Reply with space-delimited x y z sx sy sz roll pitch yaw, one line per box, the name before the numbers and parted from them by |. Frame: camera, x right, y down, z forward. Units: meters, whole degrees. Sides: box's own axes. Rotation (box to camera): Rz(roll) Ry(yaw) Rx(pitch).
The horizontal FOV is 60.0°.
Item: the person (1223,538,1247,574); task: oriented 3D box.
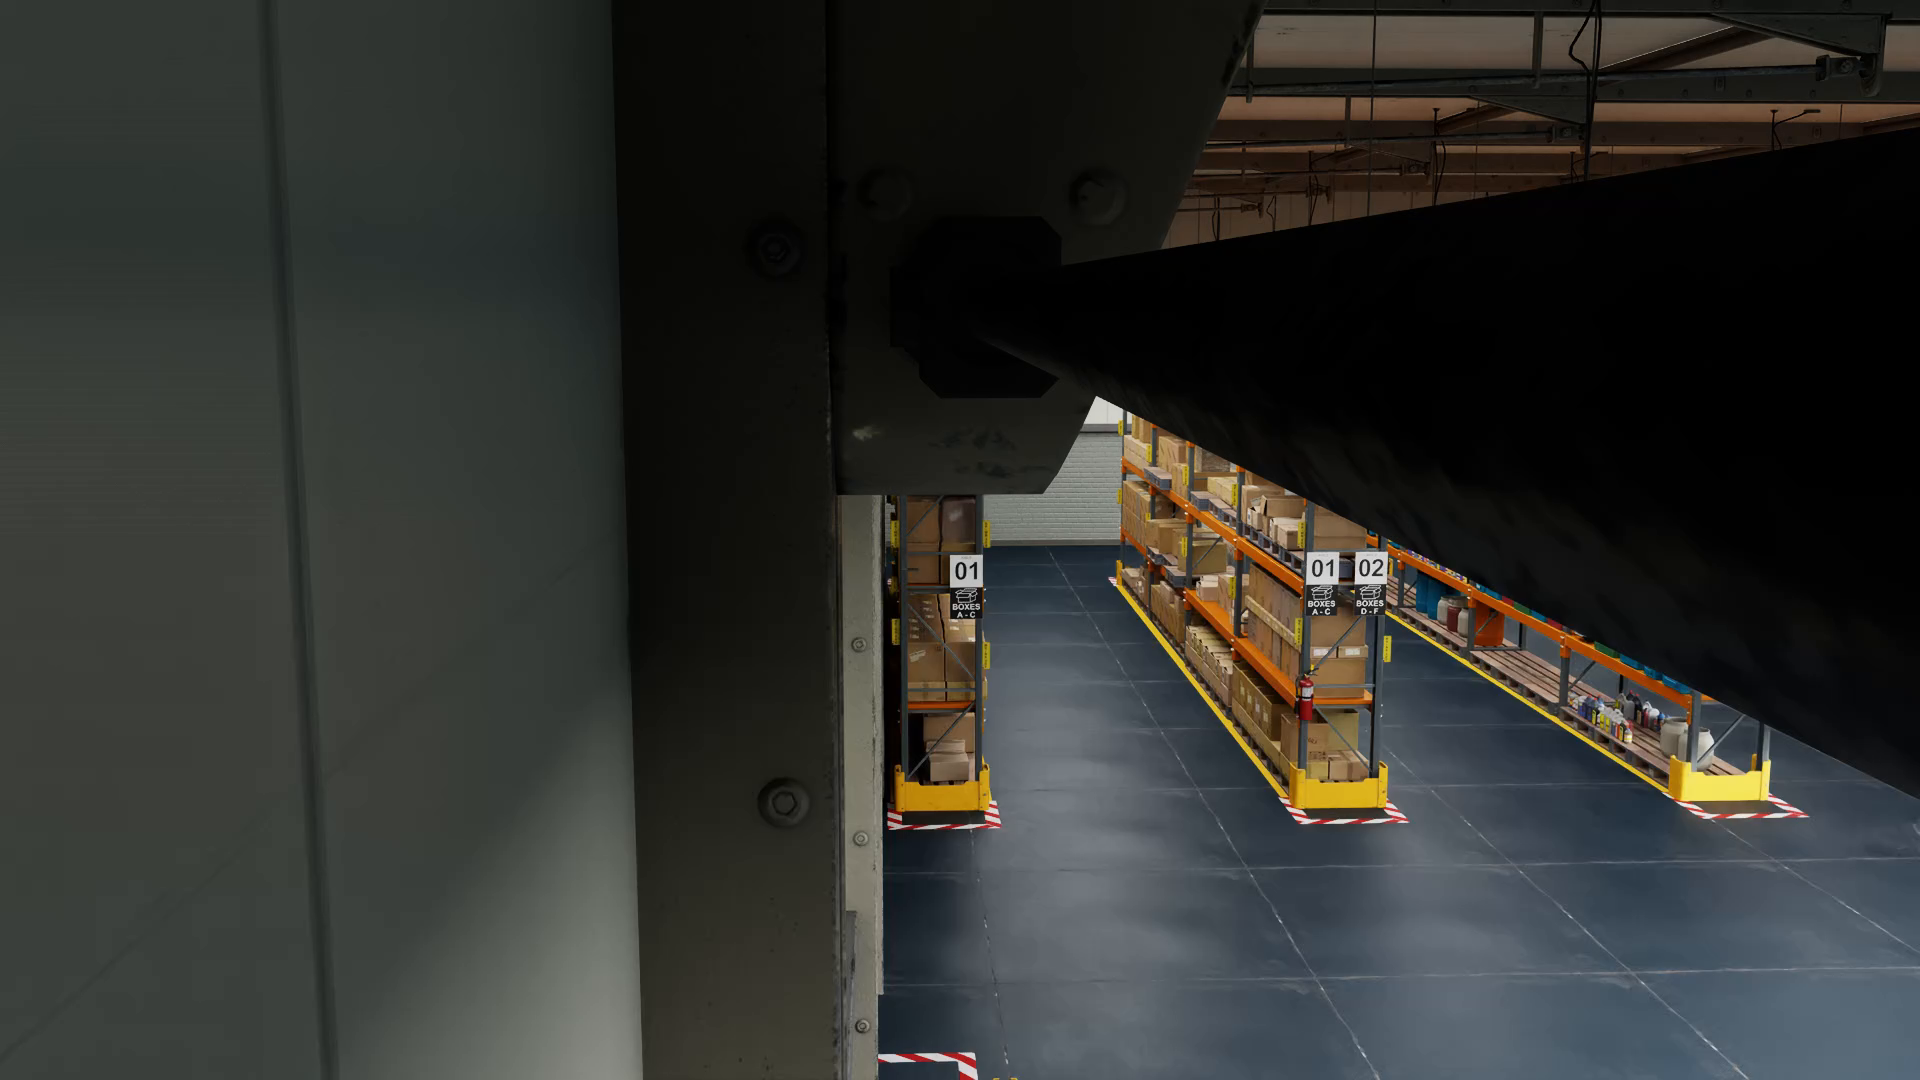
person | 5.921 0.267 35.880 0.636 1.622 0.599 -3 9 -18
